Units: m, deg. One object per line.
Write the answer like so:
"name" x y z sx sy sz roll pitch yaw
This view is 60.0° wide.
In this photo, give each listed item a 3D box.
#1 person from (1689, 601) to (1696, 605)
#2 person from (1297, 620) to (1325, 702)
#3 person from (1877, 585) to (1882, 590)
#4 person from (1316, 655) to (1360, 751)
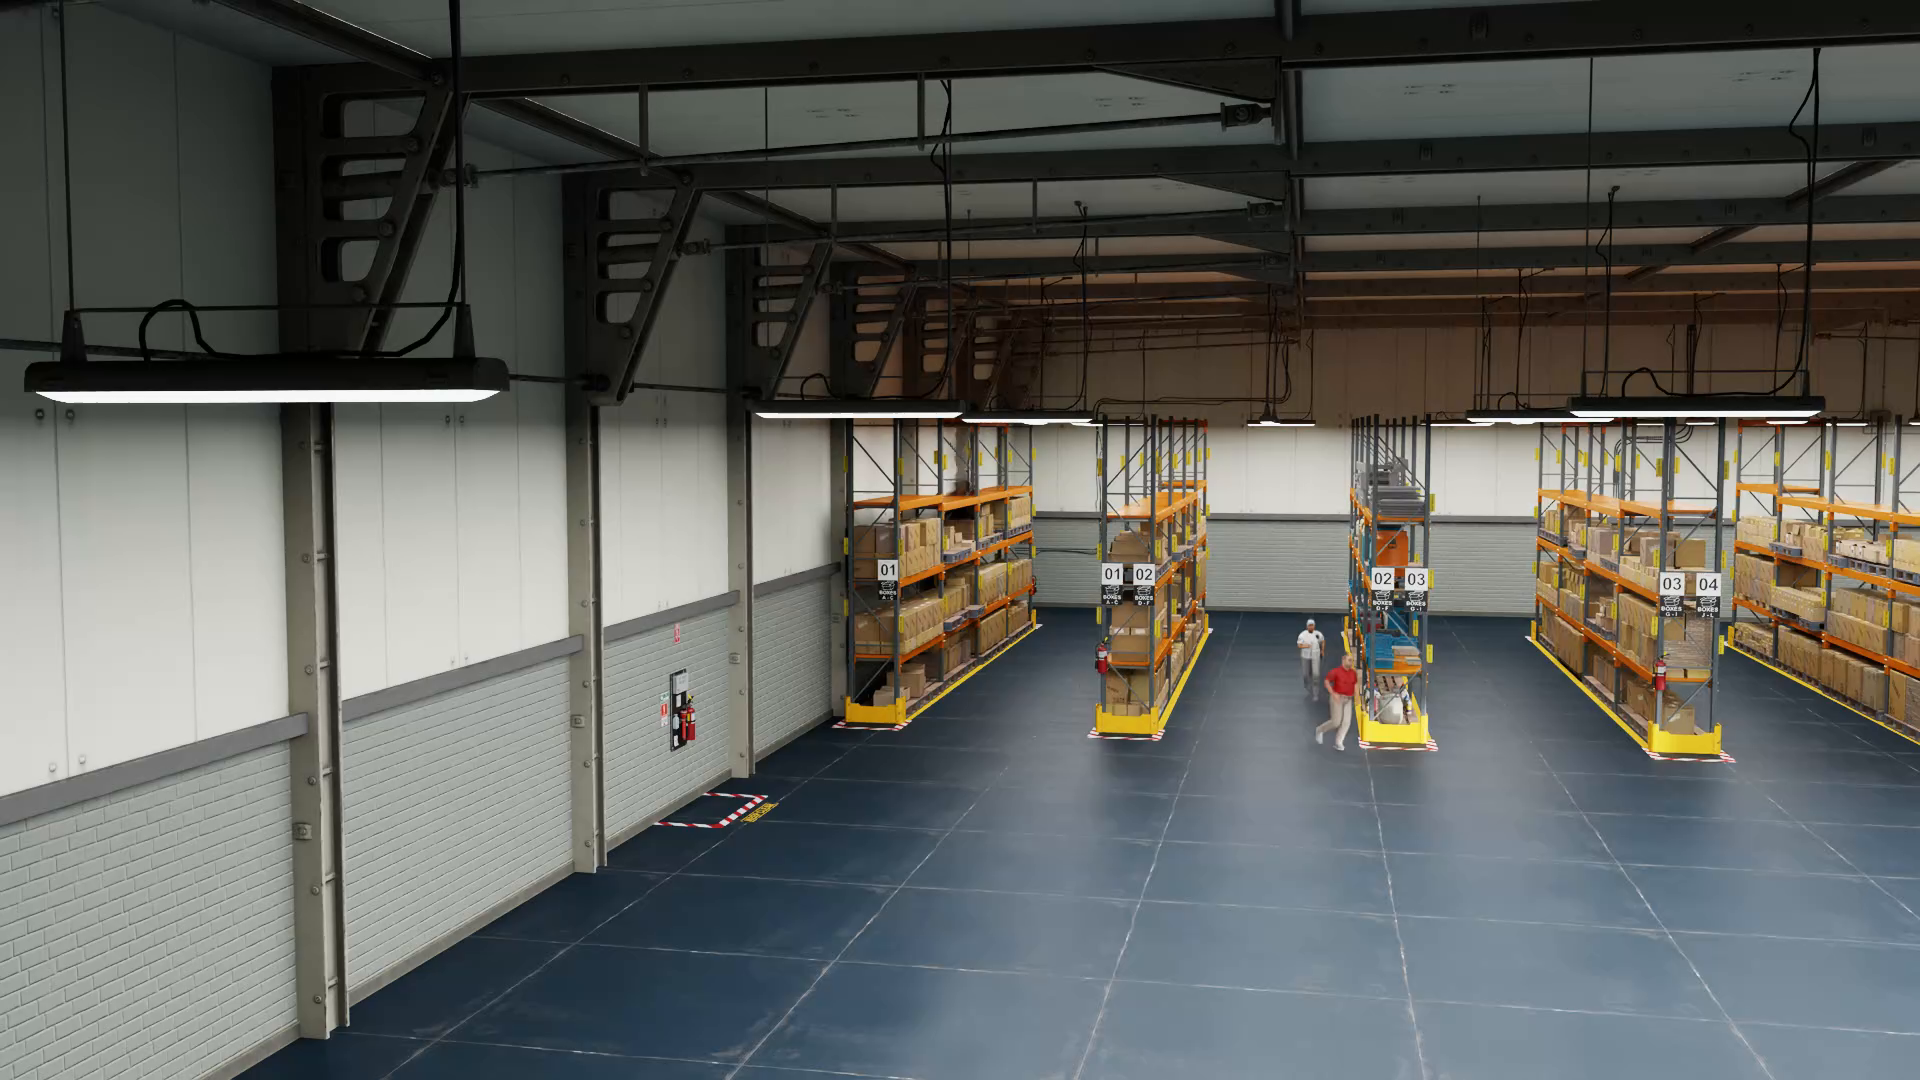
"person" 18.711 2.040 42.249 0.581 1.671 0.965 1 4 18
"person" 7.445 2.543 35.270 0.576 1.724 0.764 1 4 13
"person" 24.633 1.934 44.810 0.627 1.558 0.508 0 4 1
"person" 6.866 2.897 29.911 0.738 1.678 0.669 -2 4 -26
